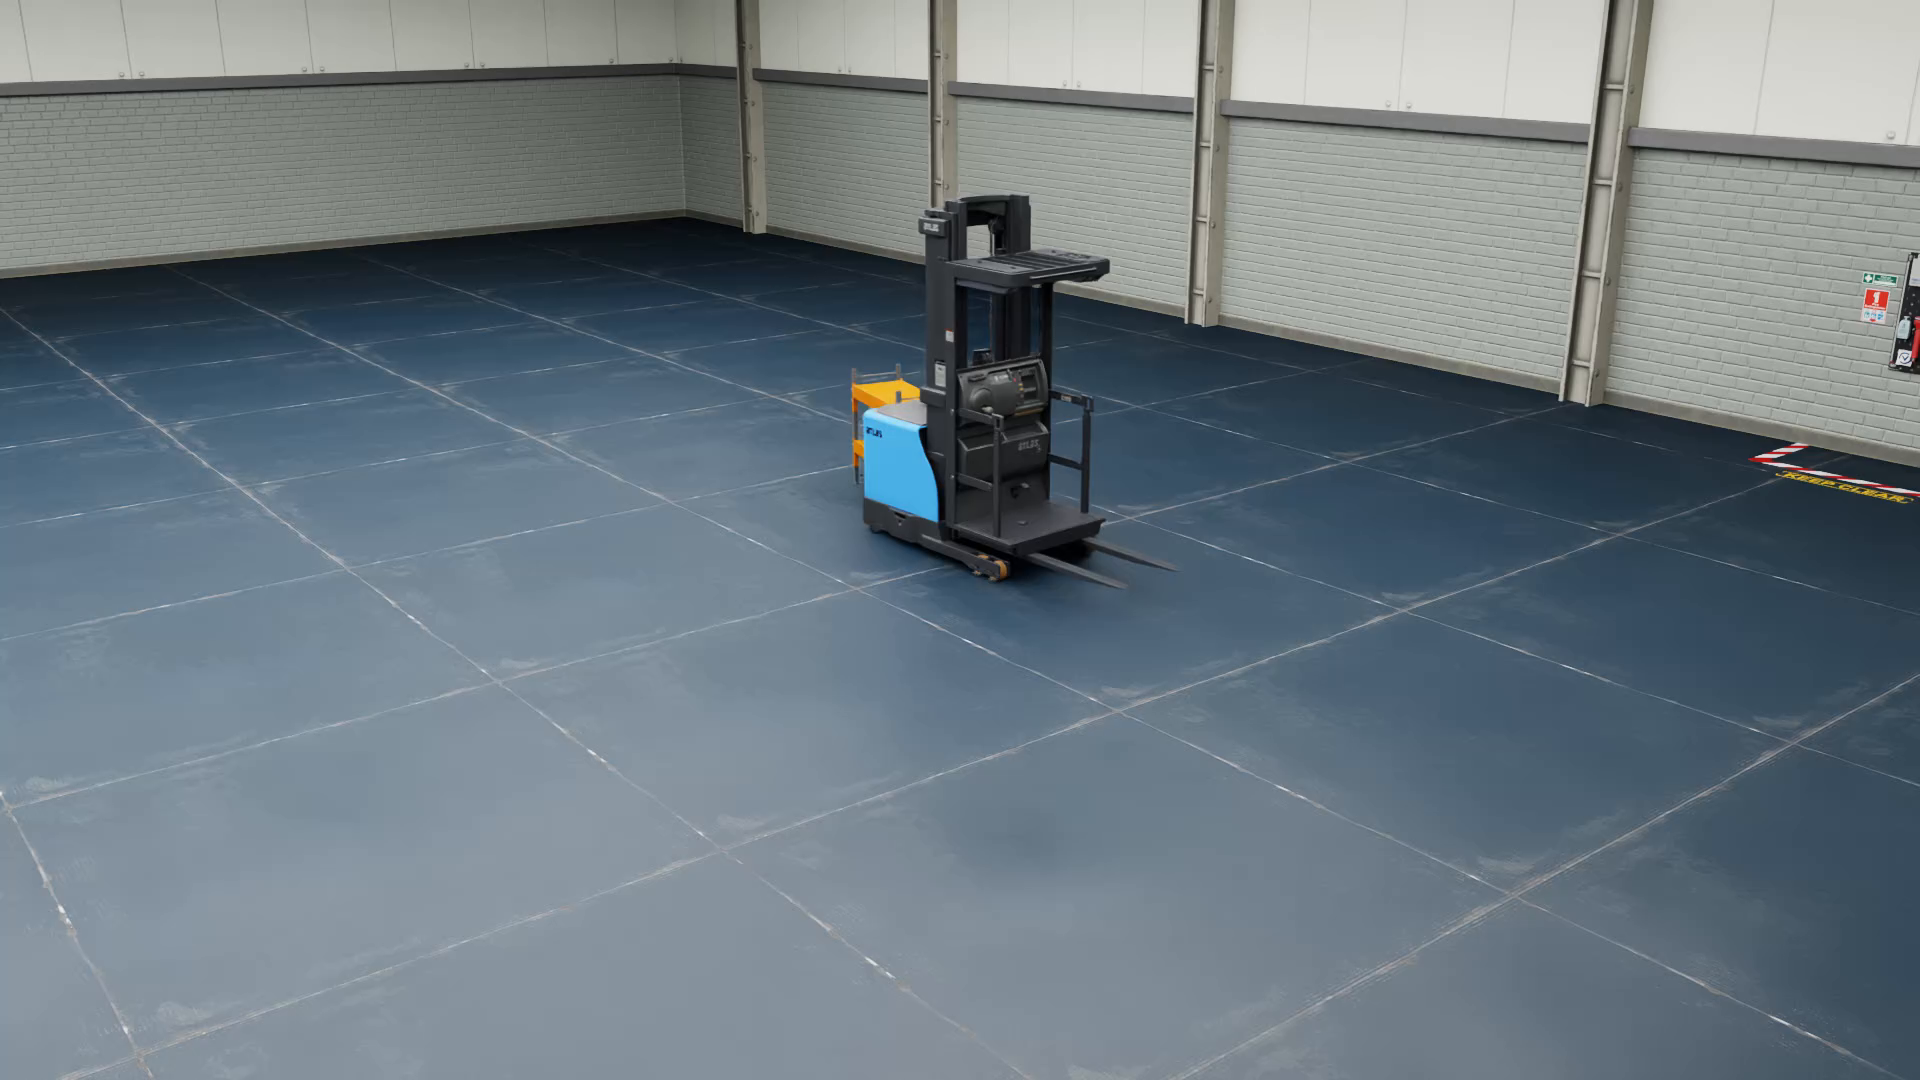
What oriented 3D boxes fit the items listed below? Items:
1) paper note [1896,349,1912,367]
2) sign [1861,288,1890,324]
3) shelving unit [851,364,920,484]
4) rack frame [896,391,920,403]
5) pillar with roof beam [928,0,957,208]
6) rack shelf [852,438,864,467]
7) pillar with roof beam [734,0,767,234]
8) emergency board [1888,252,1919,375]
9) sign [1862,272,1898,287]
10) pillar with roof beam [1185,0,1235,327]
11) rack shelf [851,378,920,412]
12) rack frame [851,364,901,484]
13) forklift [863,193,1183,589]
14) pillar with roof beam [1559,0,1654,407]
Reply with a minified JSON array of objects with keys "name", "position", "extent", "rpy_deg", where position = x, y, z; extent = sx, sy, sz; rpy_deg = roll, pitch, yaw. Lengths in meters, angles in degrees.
[{"name":"paper note","position":[9.332,-1.798,16.423],"extent":[0.016,0.148,0.142],"rpy_deg":[-14,23,-36]},{"name":"sign","position":[9.125,-2.333,16.579],"extent":[0.001,0.329,0.234],"rpy_deg":[-14,23,-36]},{"name":"shelving unit","position":[-0.567,-0.965,15.487],"extent":[0.538,1.125,1.048],"rpy_deg":[-9,20,-25]},{"name":"rack frame","position":[-0.342,-0.822,15.054],"extent":[0.500,1.125,0.032],"rpy_deg":[-9,20,-25]},{"name":"pillar with roof beam","position":[-3.659,-7.986,24.165],"extent":[9.100,9.000,0.400],"rpy_deg":[-14,23,-36]},{"name":"rack shelf","position":[-0.567,-0.733,15.564],"extent":[0.538,0.278,1.000],"rpy_deg":[-9,20,-25]},{"name":"pillar with roof beam","position":[-7.384,-9.465,28.630],"extent":[9.100,9.000,0.400],"rpy_deg":[-14,23,-36]},{"name":"emergency board","position":[9.388,-2.159,16.112],"extent":[0.194,1.169,0.643],"rpy_deg":[-14,23,-36]},{"name":"sign","position":[9.121,-2.582,16.487],"extent":[0.001,0.109,0.331],"rpy_deg":[-14,23,-36]},{"name":"pillar with roof beam","position":[0.067,-6.508,19.700],"extent":[9.100,9.000,0.400],"rpy_deg":[-14,23,-36]},{"name":"rack shelf","position":[-0.567,-1.243,15.395],"extent":[0.538,0.278,1.000],"rpy_deg":[-9,20,-25]},{"name":"rack frame","position":[-0.793,-1.108,15.919],"extent":[0.500,1.125,0.032],"rpy_deg":[-9,20,-25]},{"name":"forklift","position":[0.494,-1.240,13.444],"extent":[1.130,2.935,3.031],"rpy_deg":[-15,24,-39]},{"name":"pillar with roof beam","position":[3.792,-5.029,15.235],"extent":[9.100,9.000,0.400],"rpy_deg":[-14,23,-36]}]
